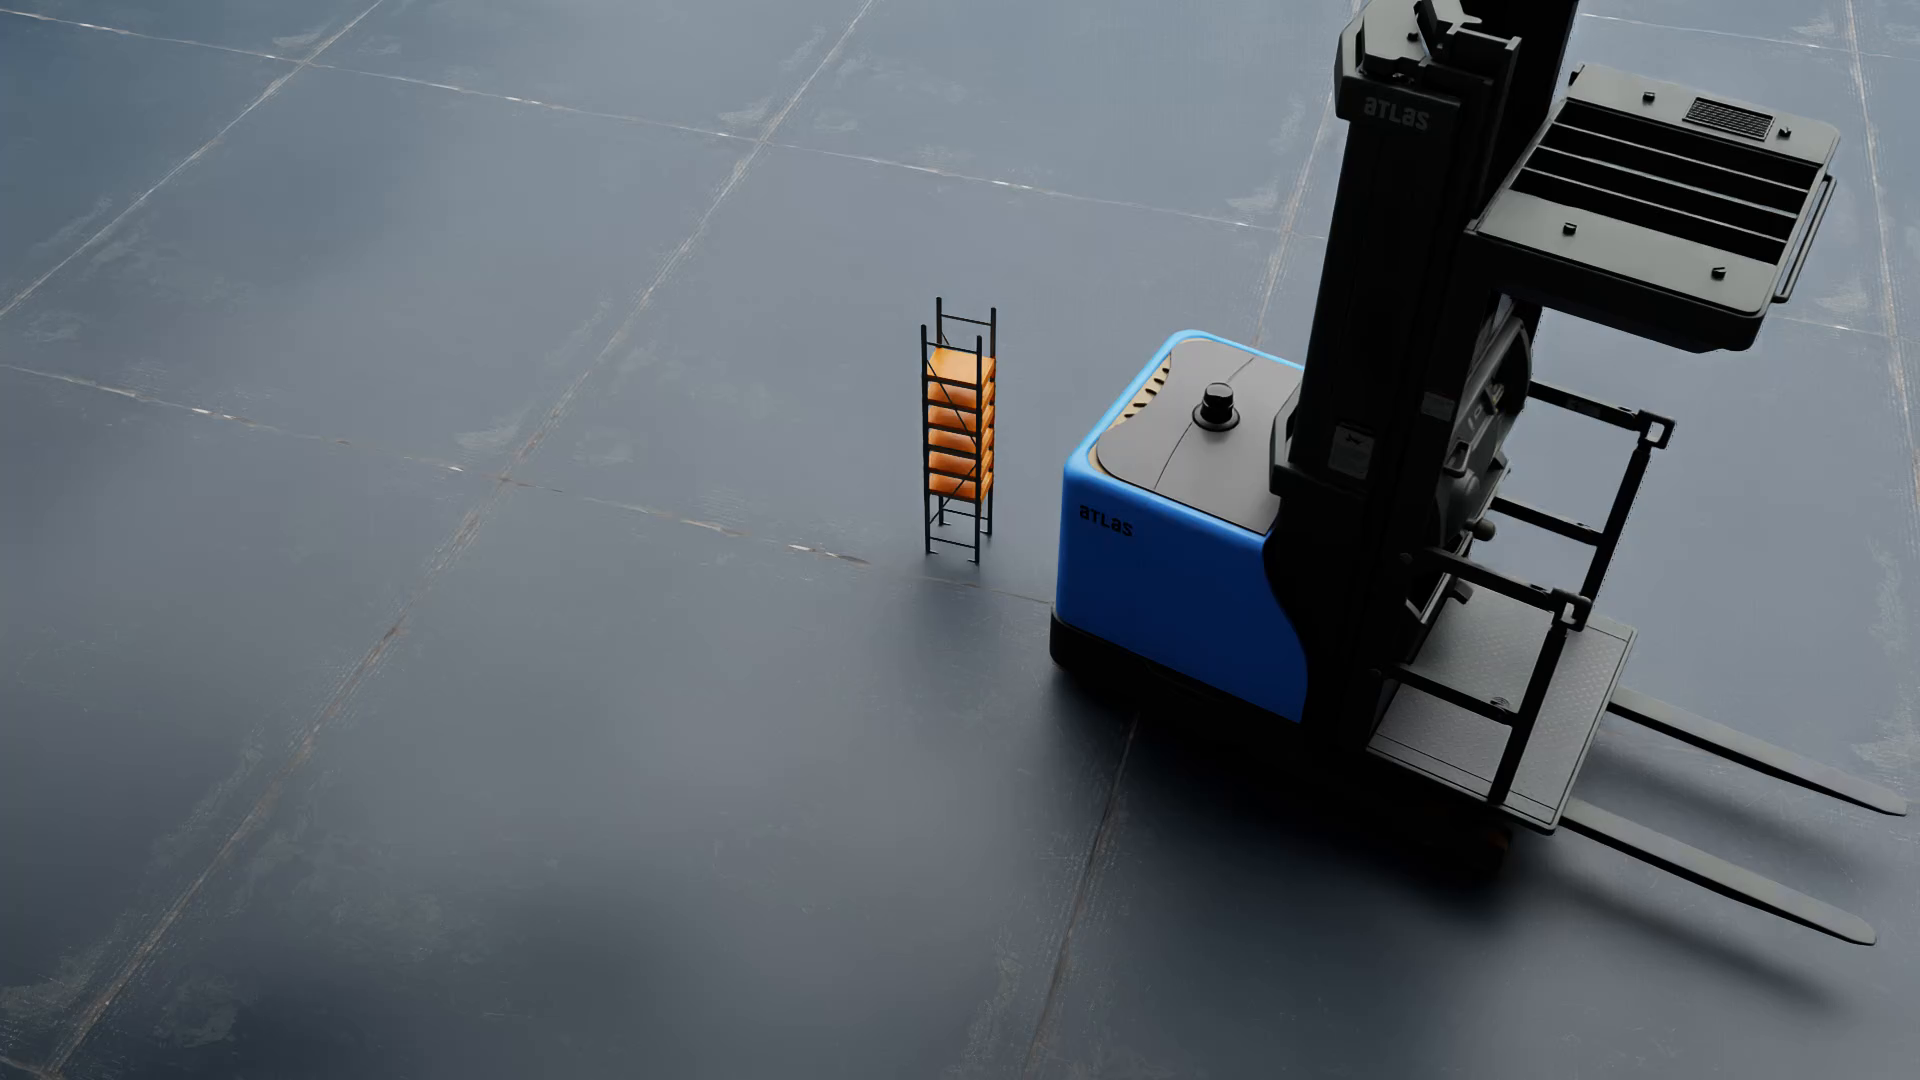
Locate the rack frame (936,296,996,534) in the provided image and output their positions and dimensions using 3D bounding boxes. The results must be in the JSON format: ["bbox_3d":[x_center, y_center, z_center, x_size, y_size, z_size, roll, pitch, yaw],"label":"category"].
[{"bbox_3d":[0.023,-0.480,6.782,0.240,1.200,0.006,13,46,13],"label":"rack frame"}]

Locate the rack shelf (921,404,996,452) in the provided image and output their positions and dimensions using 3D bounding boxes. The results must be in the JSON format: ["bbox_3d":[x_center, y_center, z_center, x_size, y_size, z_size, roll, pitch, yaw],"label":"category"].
[{"bbox_3d":[-0.004,-0.473,6.667,0.258,0.103,0.180,13,46,12],"label":"rack shelf"}]

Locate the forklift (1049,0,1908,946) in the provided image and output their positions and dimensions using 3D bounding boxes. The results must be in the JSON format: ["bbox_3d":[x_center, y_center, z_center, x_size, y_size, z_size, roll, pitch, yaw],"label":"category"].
[{"bbox_3d":[1.882,-0.301,5.361,3.031,2.935,1.130,23,49,22],"label":"forklift"}]

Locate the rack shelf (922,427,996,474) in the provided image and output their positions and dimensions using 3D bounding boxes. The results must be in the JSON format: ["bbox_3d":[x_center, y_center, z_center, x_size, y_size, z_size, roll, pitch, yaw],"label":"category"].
[{"bbox_3d":[-0.004,-0.387,6.751,0.258,0.103,0.180,13,46,12],"label":"rack shelf"}]

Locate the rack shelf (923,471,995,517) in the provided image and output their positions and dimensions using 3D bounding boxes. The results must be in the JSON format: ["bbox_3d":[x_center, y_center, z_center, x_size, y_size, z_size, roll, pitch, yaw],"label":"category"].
[{"bbox_3d":[-0.004,-0.216,6.918,0.258,0.103,0.180,13,46,12],"label":"rack shelf"}]

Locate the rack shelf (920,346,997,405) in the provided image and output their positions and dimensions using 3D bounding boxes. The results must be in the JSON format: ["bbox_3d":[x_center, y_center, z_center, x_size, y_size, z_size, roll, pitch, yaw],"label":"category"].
[{"bbox_3d":[-0.004,-0.645,6.499,0.258,0.103,0.180,13,46,12],"label":"rack shelf"}]

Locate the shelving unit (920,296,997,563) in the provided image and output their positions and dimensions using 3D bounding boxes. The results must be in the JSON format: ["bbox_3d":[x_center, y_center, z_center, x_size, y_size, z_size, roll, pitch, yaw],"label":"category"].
[{"bbox_3d":[-0.004,-0.419,6.719,0.258,1.200,0.189,13,46,13],"label":"shelving unit"}]

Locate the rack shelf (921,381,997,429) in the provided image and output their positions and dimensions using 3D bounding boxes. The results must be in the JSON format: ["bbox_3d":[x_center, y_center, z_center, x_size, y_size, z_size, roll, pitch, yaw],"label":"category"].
[{"bbox_3d":[-0.004,-0.559,6.583,0.258,0.103,0.180,13,46,12],"label":"rack shelf"}]

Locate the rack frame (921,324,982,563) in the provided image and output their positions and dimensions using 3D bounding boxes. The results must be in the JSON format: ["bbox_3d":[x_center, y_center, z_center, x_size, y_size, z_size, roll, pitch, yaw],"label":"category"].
[{"bbox_3d":[-0.032,-0.358,6.657,0.240,1.200,0.006,13,46,13],"label":"rack frame"}]

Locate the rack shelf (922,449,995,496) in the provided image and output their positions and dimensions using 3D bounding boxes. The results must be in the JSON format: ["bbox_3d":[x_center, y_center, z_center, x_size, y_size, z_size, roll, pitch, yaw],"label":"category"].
[{"bbox_3d":[-0.004,-0.302,6.834,0.258,0.103,0.180,13,46,12],"label":"rack shelf"}]
